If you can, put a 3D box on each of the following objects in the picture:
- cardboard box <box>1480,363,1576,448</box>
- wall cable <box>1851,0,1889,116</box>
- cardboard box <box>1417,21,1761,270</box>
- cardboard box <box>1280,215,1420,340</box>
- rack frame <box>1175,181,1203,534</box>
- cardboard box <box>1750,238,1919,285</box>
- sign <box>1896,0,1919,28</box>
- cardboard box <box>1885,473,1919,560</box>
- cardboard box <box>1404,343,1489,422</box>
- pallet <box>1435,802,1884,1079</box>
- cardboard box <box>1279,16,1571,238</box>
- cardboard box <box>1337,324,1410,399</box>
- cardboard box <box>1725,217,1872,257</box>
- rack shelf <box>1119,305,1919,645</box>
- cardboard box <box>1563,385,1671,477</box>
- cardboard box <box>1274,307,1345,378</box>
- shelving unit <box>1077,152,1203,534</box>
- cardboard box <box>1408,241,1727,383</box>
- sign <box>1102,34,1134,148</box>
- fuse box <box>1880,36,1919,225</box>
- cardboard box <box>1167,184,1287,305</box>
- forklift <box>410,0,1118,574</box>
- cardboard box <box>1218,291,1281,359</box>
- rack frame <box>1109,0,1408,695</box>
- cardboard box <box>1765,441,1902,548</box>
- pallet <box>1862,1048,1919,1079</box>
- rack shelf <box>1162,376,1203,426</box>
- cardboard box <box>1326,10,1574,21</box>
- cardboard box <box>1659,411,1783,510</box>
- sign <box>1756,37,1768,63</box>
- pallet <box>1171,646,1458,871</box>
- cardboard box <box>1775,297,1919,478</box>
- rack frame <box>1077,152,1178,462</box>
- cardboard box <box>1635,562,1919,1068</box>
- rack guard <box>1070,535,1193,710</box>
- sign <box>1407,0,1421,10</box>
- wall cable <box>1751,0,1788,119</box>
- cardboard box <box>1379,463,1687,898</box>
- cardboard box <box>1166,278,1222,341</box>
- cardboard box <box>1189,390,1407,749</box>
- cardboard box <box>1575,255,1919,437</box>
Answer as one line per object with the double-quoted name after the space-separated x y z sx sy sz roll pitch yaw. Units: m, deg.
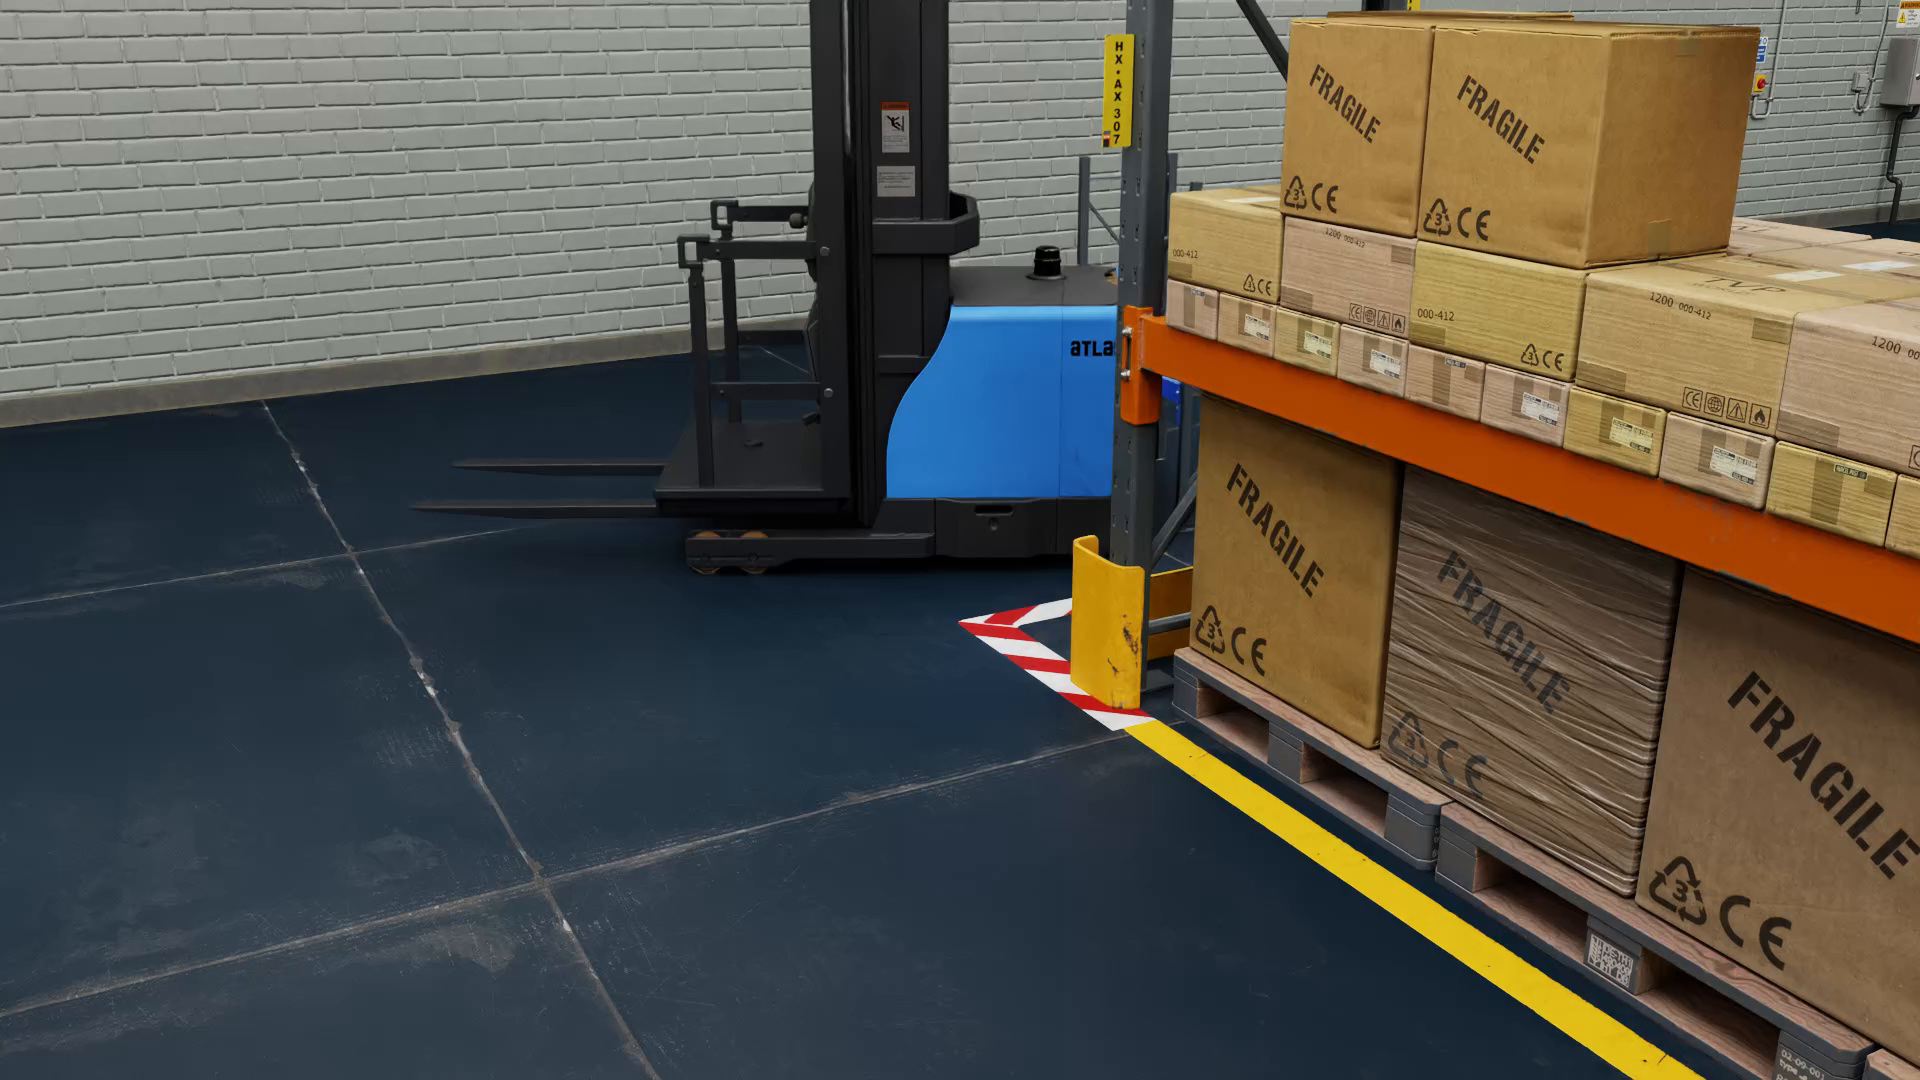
1.455 -0.339 3.902 0.380 0.149 0.250 -10 22 -27 "cardboard box"
8.230 -4.833 14.982 0.588 1.984 0.122 -10 21 -27 "wall cable"
1.443 -0.933 3.861 0.500 0.500 0.500 -11 22 -28 "cardboard box"
1.207 -0.722 4.399 0.500 0.250 0.500 -10 22 -27 "cardboard box"
1.169 -0.771 7.066 0.500 1.500 0.032 -8 20 -21 "rack frame"
2.161 -0.511 3.787 0.500 0.250 0.500 -10 21 -27 "cardboard box"
8.758 -4.855 15.336 0.339 0.242 0.001 -10 21 -27 "sign"
1.941 -0.045 3.048 0.380 0.149 0.250 -10 21 -26 "cardboard box"
1.332 -0.413 4.116 0.380 0.149 0.250 -10 22 -28 "cardboard box"
1.988 0.906 4.184 1.003 0.211 1.213 -10 21 -27 "pallet"
1.192 -1.081 4.290 0.500 0.500 0.500 -11 22 -28 "cardboard box"
1.212 -0.487 4.328 0.380 0.149 0.250 -10 22 -27 "cardboard box"
1.910 -0.660 4.219 0.500 0.250 0.500 -11 22 -28 "cardboard box"
1.914 -0.066 3.826 1.077 0.370 4.000 -10 21 -27 "rack shelf"
1.574 -0.267 3.691 0.380 0.149 0.250 -11 22 -28 "cardboard box"
1.087 -0.561 4.544 0.380 0.149 0.250 -11 22 -28 "cardboard box"
0.977 -0.924 7.511 0.538 1.500 1.048 -8 20 -21 "shelving unit"
1.442 -0.577 3.979 0.500 0.250 0.500 -11 22 -28 "cardboard box"
0.473 -1.342 4.974 0.100 0.325 0.005 -10 21 -27 "sign"
8.905 -3.804 15.533 0.539 1.711 0.414 -10 21 -27 "fuse box"
0.954 -0.870 4.828 0.500 0.250 0.500 -11 22 -28 "cardboard box"
-0.754 -1.423 6.763 3.031 2.935 1.130 0 19 -1 "forklift"
0.965 -0.635 4.757 0.380 0.149 0.250 -10 22 -27 "cardboard box"
0.964 -0.980 5.373 1.000 3.000 0.127 -10 21 -27 "rack frame"
1.820 -0.119 3.261 0.380 0.149 0.250 -10 22 -28 "cardboard box"
2.571 1.256 3.167 1.003 0.211 1.213 -10 21 -27 "pallet"
0.977 -0.754 7.569 0.538 0.185 1.000 -8 20 -21 "rack shelf"
1.427 -1.305 4.939 0.500 0.500 0.500 -10 21 -26 "cardboard box"
1.700 -0.192 3.474 0.380 0.149 0.250 -10 21 -26 "cardboard box"
6.916 -4.268 14.487 0.327 0.218 0.001 -10 21 -27 "sign"
1.413 0.556 5.197 1.003 0.211 1.213 -10 21 -27 "pallet"
1.932 -0.282 3.124 0.500 0.250 0.500 -10 21 -26 "cardboard box"
0.784 -1.078 7.955 0.500 1.500 0.032 -8 20 -21 "rack frame"
2.193 0.514 3.657 0.875 0.875 0.875 -10 21 -27 "cardboard box"
0.953 0.195 5.800 1.175 0.500 0.348 -10 21 -27 "rack guard"
1.448 -1.719 5.377 0.100 0.325 0.005 -10 21 -27 "sign"
6.987 -4.625 14.331 0.585 1.953 0.123 -10 21 -27 "wall cable"
1.771 0.259 4.397 0.875 0.875 0.875 -10 21 -27 "cardboard box"
0.842 -0.708 4.970 0.380 0.149 0.250 -10 21 -26 "cardboard box"
1.338 -0.003 5.154 0.875 0.875 0.875 -10 21 -27 "cardboard box"
1.695 -0.428 3.547 0.500 0.250 0.500 -10 22 -28 "cardboard box"
